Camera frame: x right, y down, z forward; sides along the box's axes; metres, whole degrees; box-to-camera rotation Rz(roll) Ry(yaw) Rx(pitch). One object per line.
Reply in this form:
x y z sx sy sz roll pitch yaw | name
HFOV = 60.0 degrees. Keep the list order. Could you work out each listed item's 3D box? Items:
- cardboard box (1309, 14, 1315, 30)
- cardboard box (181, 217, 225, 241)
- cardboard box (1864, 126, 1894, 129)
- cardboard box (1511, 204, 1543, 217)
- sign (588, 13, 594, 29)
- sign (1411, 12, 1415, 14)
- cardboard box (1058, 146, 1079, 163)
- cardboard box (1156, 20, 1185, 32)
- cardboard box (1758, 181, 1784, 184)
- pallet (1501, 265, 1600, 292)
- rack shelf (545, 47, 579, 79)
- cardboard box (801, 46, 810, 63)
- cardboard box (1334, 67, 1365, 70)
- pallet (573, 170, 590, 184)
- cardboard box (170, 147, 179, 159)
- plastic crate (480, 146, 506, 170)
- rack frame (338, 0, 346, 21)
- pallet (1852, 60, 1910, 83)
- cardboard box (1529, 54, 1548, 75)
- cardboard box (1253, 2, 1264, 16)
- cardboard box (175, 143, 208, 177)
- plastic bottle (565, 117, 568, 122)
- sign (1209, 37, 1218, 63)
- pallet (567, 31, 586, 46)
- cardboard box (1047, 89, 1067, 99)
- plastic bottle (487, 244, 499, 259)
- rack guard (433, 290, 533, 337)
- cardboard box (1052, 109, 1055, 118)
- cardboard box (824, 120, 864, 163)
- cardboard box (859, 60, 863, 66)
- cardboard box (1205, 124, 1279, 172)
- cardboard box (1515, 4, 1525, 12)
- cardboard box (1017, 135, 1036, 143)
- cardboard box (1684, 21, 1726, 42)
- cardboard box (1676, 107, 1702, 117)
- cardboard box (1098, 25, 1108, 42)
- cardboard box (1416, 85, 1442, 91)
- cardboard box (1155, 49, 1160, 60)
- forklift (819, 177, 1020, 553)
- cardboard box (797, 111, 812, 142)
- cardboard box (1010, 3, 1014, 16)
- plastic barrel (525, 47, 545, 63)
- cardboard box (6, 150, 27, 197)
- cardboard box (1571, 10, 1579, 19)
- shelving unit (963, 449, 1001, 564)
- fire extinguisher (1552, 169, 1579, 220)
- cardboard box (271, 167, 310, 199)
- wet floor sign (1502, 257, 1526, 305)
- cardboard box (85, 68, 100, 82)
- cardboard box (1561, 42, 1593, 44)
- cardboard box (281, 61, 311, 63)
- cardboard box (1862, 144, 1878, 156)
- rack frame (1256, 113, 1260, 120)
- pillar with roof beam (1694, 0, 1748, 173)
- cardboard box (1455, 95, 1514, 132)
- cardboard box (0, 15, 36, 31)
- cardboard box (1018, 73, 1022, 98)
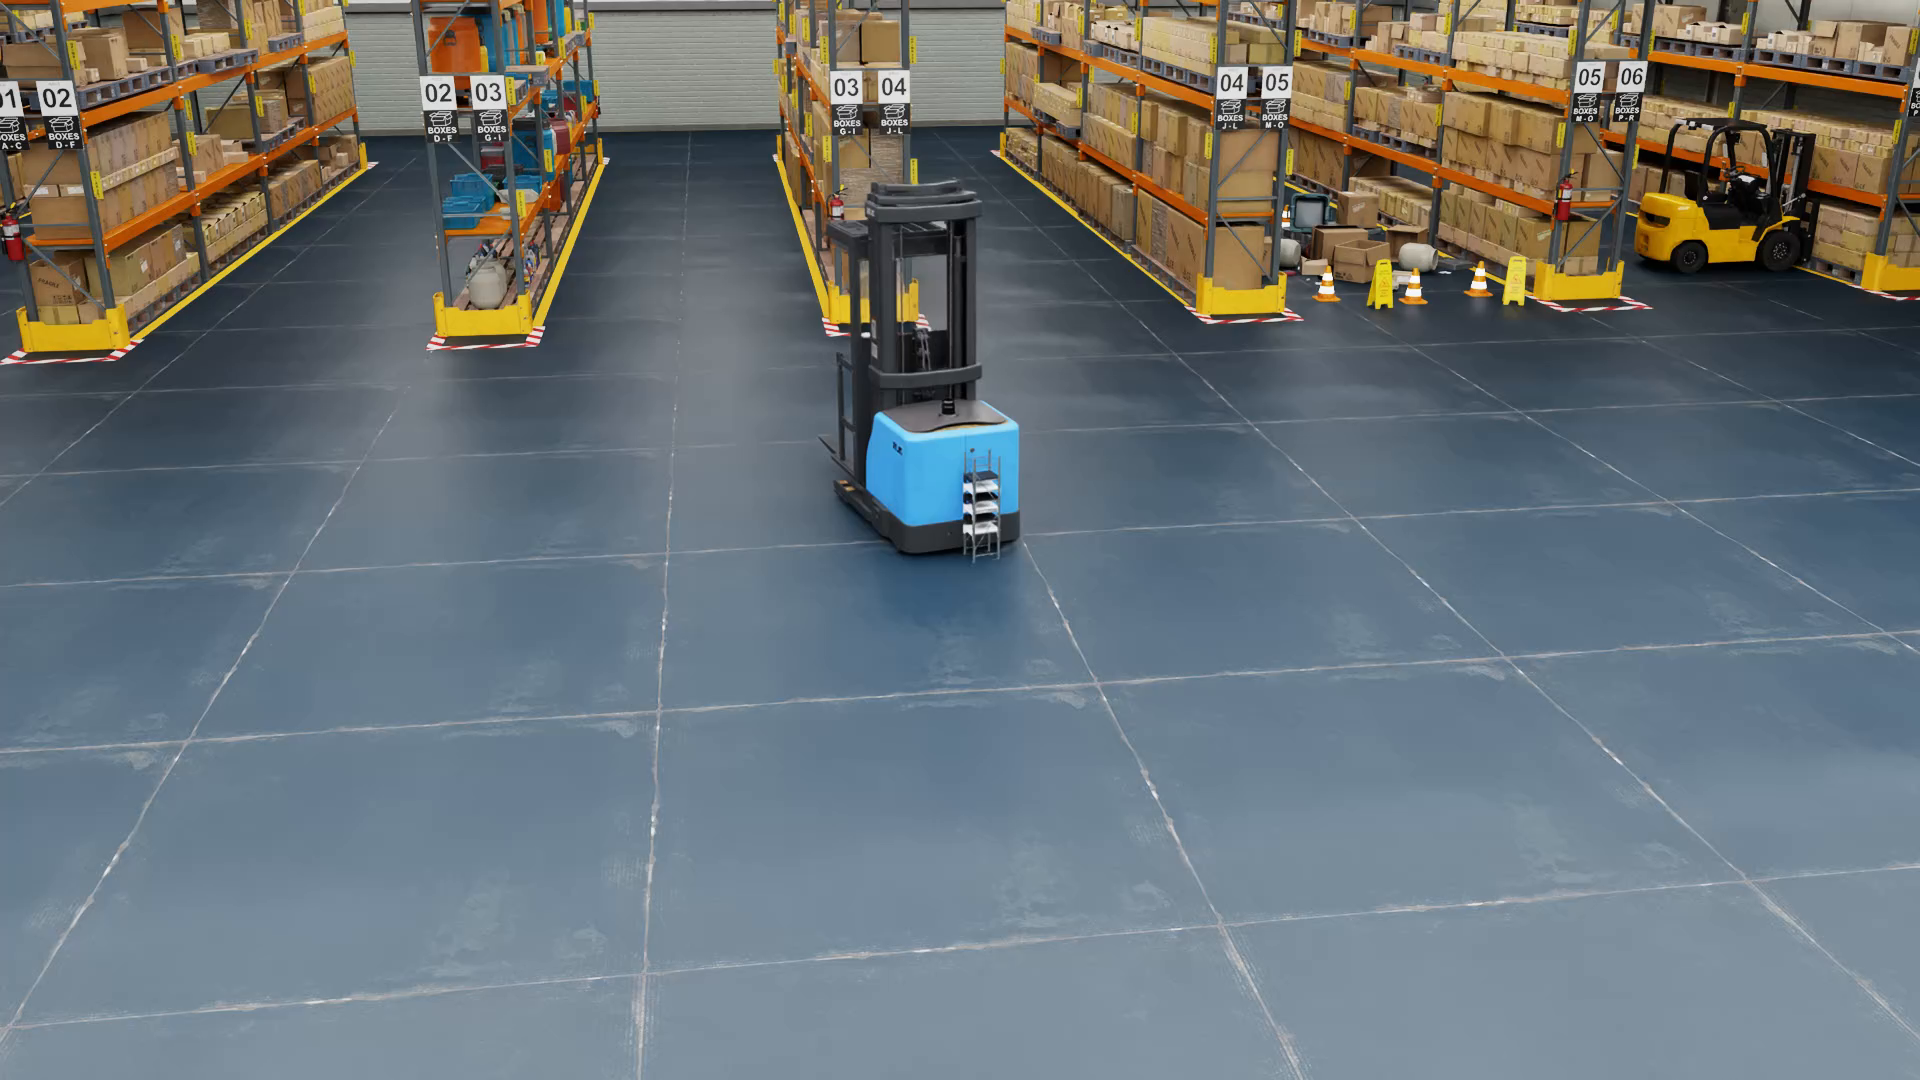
6.859 -9.844 31.590 0.396 0.266 0.258 -1 21 -3 | cardboard box
-11.394 -4.688 25.008 0.500 0.311 0.500 -3 21 -8 | cardboard box
13.606 -6.029 24.575 0.380 0.149 0.250 -2 21 -6 | cardboard box
8.179 -4.752 23.983 0.380 0.149 0.250 -2 21 -6 | cardboard box
-7.800 -10.980 35.190 0.100 0.325 0.005 -3 21 -8 | sign
8.056 -9.244 29.654 0.100 0.325 0.005 -3 21 -8 | sign
2.136 -7.237 31.207 0.500 0.250 0.500 -2 21 -6 | cardboard box
3.039 -7.398 23.927 0.380 0.149 0.250 -3 21 -9 | cardboard box
13.269 -5.653 26.966 0.500 0.250 0.500 -3 21 -7 | cardboard box
8.579 -3.803 24.098 1.003 0.211 1.213 -3 21 -8 | pallet
-7.477 -8.581 29.646 1.077 0.370 4.000 -3 21 -8 | rack shelf
-2.314 -7.875 26.940 0.500 0.250 0.500 -2 21 -7 | cardboard box
7.480 -8.795 31.904 0.500 0.500 0.500 -3 21 -7 | cardboard box
-7.910 -7.152 33.063 1.003 0.211 1.213 -3 21 -8 | pallet
-11.263 -5.455 23.463 0.380 0.149 0.250 -3 21 -8 | cardboard box
-6.985 -5.618 24.879 0.402 0.464 0.583 -3 21 -8 | plastic crate
-13.244 -12.152 33.892 1.000 3.000 0.127 -3 21 -8 | rack frame
13.507 -6.662 23.605 1.003 0.211 1.213 -3 21 -8 | pallet
8.274 -6.613 23.138 0.500 0.250 0.500 -3 21 -8 | cardboard box
6.508 -11.330 35.092 0.500 0.500 0.500 -3 21 -7 | cardboard box
-11.685 -5.683 25.002 0.500 0.500 0.500 -1 21 -4 | cardboard box
-7.150 -7.499 30.078 0.144 0.351 0.185 -3 21 -8 | plastic bottle
3.249 -6.276 21.293 0.100 0.325 0.005 -3 21 -8 | sign
-7.556 -9.256 30.694 1.213 0.211 1.003 -3 21 -8 | pallet
1.848 -8.421 31.384 0.380 0.149 0.250 -2 21 -6 | cardboard box
-6.764 -4.108 24.084 0.144 0.351 0.185 -3 21 -8 | plastic bottle
-6.093 -2.904 21.276 1.175 0.500 0.348 -3 21 -8 | rack guard
1.929 -7.957 30.991 0.380 0.149 0.250 -2 21 -6 | cardboard box
-1.536 -5.306 22.138 0.500 0.500 0.500 -3 21 -8 | cardboard box
-1.181 -6.465 22.597 0.380 0.149 0.250 -3 21 -8 | cardboard box
3.773 -5.222 22.154 0.875 0.550 0.550 -3 21 -8 | cardboard box
11.463 -10.752 33.620 0.380 0.149 0.250 -2 21 -6 | cardboard box
1.431 -8.542 35.424 0.380 0.149 0.250 -3 21 -7 | cardboard box
12.551 -8.548 27.913 0.500 0.311 0.500 -4 21 -10 | cardboard box
12.524 -7.336 28.500 0.380 0.149 0.250 -3 21 -7 | cardboard box
2.594 -8.429 27.681 0.500 0.250 0.500 -2 21 -6 | cardboard box
8.034 -7.705 28.463 0.380 0.149 0.250 -4 21 -10 | cardboard box
3.037 -7.026 24.069 0.380 0.149 0.250 -3 21 -9 | cardboard box
-0.512 -1.743 14.693 1.130 2.935 3.031 -8 22 -20 | forklift
-2.604 -7.276 29.266 0.500 0.500 0.500 -2 21 -6 | cardboard box
1.364 -11.279 35.340 0.500 0.250 0.500 -3 21 -8 | cardboard box
-6.775 -7.733 26.543 0.301 0.262 0.301 0 20 0 | plastic barrel
-17.347 -6.677 30.279 0.750 0.750 0.750 -3 21 -7 | cardboard box
11.901 -10.036 31.733 0.380 0.149 0.250 -3 21 -8 | cardboard box
0.180 -0.275 13.667 0.258 0.900 0.210 -8 22 -20 | shelving unit
8.233 -4.701 22.627 0.296 0.674 0.183 -3 21 -8 | fire extinguisher
-12.178 -6.491 30.251 0.500 0.500 0.500 -3 21 -7 | cardboard box
7.641 -3.578 22.873 0.267 0.644 0.232 4 21 11 | wet floor sign
-10.933 -5.768 20.645 0.380 0.149 0.250 -3 21 -8 | cardboard box
8.703 -6.942 23.449 0.380 0.149 0.250 -3 21 -8 | cardboard box
-13.291 -9.336 33.354 0.500 0.500 0.500 -3 21 -7 | cardboard box
13.190 -5.596 23.841 0.380 0.149 0.250 -3 21 -7 | cardboard box
6.366 -10.340 37.614 1.000 3.000 0.127 -3 21 -8 | rack frame
9.250 -10.009 28.154 9.100 9.000 0.400 -3 21 -8 | pillar with roof beam
7.996 -6.499 25.332 0.700 0.500 0.500 -3 21 -7 | cardboard box
-17.408 -9.537 30.648 0.500 0.250 0.500 -3 21 -8 | cardboard box
1.513 -9.542 34.909 0.500 0.500 0.500 -3 21 -9 | cardboard box
